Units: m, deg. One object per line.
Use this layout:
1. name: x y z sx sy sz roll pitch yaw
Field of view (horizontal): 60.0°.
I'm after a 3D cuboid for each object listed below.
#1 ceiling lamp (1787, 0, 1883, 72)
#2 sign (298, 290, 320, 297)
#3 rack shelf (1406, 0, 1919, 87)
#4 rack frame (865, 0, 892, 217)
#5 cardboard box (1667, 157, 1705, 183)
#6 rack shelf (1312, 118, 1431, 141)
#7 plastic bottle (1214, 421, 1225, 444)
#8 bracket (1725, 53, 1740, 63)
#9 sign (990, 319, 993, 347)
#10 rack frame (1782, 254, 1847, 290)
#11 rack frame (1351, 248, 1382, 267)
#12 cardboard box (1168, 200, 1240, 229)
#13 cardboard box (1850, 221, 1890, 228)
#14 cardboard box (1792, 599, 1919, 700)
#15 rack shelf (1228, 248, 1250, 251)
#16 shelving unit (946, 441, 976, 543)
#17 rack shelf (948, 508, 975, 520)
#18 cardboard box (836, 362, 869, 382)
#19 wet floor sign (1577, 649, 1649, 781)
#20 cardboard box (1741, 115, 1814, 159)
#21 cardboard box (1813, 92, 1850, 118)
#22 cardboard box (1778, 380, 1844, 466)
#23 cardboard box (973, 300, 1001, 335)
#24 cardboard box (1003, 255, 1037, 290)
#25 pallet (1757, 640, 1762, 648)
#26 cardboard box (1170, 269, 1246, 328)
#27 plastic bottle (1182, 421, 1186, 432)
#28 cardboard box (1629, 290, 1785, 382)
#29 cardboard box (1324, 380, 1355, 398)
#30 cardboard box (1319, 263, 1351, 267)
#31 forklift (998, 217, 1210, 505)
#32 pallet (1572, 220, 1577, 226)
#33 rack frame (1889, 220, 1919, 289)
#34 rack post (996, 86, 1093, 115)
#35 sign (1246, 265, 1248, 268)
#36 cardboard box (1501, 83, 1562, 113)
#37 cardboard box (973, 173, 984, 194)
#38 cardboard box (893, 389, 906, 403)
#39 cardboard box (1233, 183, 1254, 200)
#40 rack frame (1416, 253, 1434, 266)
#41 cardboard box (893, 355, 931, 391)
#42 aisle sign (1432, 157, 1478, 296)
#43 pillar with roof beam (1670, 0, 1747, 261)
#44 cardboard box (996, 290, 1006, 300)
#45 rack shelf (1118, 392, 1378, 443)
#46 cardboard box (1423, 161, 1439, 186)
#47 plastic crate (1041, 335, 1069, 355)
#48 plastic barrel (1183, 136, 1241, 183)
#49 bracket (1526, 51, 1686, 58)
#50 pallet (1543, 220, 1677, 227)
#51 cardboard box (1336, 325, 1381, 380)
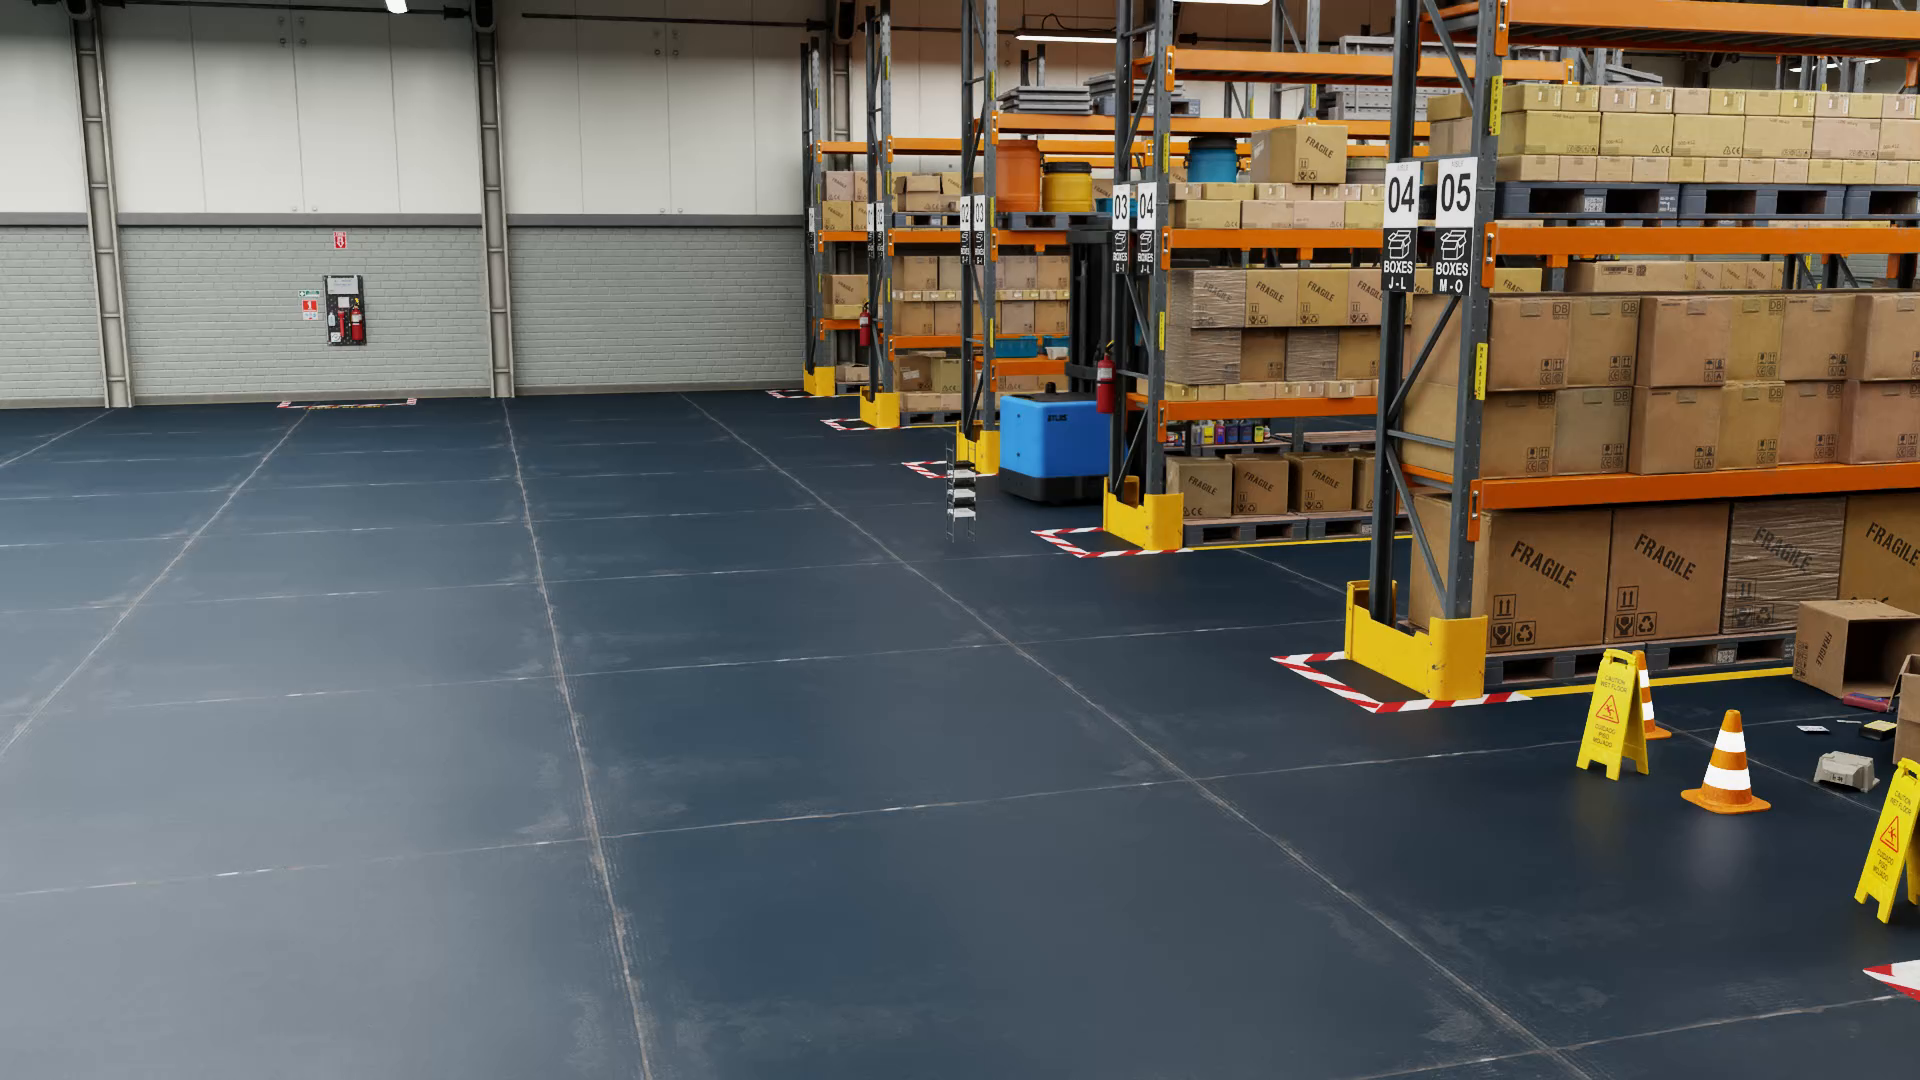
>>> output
1. ceiling lamp: 16.090 -10.393 30.728 0.800 3.185 2.000 -3 11 -16
2. sign: -10.822 -4.096 27.652 0.331 0.109 0.001 -3 11 -16
3. rack shelf: 4.808 -3.116 10.413 4.000 0.370 1.077 -3 11 -16
4. rack frame: -1.167 -6.155 23.829 0.127 3.000 1.000 -3 11 -16
5. cardboard box: 4.276 -2.235 10.079 0.250 0.149 0.380 -3 11 -16
6. rack shelf: 5.975 -5.047 20.901 4.000 0.370 1.077 -3 11 -16
7. plastic bottle: 3.188 -1.318 20.413 0.133 0.283 0.061 -2 11 -12
8. bracket: 15.655 -9.842 33.916 0.430 0.232 0.235 -3 11 -16
9. sign: 0.363 -2.384 19.148 0.005 0.325 0.100 -3 11 -16
10. rack frame: 11.736 -2.951 22.992 0.127 3.000 1.000 -3 11 -16
11. rack frame: 6.514 -3.609 26.571 0.127 3.000 1.000 -3 11 -16
12. cardboard box: 2.133 -2.863 14.647 0.500 0.250 0.500 -3 11 -14
13. cardboard box: 8.891 -3.222 16.595 0.500 0.250 0.500 -3 11 -16
14. cardboard box: 5.524 0.668 10.235 0.500 0.500 0.500 -1 10 -6
15. rack shelf: 7.046 -5.693 31.591 4.000 0.370 1.077 -3 11 -16
16. shelving unit: 0.008 -0.443 15.171 0.210 0.900 0.258 -3 11 -16
17. rack shelf: 0.008 -0.233 15.209 0.200 0.077 0.258 -3 11 -16
18. cardboard box: -1.866 -2.979 29.357 0.500 0.311 0.500 -4 11 -22
19. wet floor sign: 3.413 0.889 8.641 0.232 0.644 0.267 -5 12 -26
20. cardboard box: 4.876 -2.475 10.281 0.500 0.250 0.500 -3 11 -16
21. cardboard box: 5.254 -2.679 10.289 0.250 0.149 0.380 -3 11 -17
22. cardboard box: 5.304 -0.832 11.069 0.550 0.550 0.875 -3 11 -16
23. cardboard box: 0.266 -3.327 24.759 0.500 0.500 0.700 -3 11 -16
24. cardboard box: 0.804 -3.994 24.803 0.500 0.500 0.700 -3 11 -16
25. pallet: 5.976 0.579 11.522 1.213 0.211 1.003 -3 11 -16
26. cardboard box: 2.202 -2.150 14.784 0.500 0.500 0.500 -3 11 -16
27. plastic bottle: 2.851 -1.428 21.043 0.097 0.271 0.097 0 10 0
28. cardboard box: 4.805 -1.330 10.792 0.500 0.550 0.875 -3 11 -16
29. cardboard box: 3.406 -1.391 15.213 0.250 0.149 0.380 -3 11 -16
30. cardboard box: 7.117 -5.103 31.459 0.500 0.250 0.500 -3 11 -17
31. forklift: 1.978 -1.953 17.764 3.031 2.935 1.130 -4 11 -22
32. pallet: 8.657 -4.152 21.756 1.213 0.211 1.003 -3 11 -16
33. rack frame: 6.728 -0.817 11.405 0.127 3.000 1.000 -3 11 -16
34. rack post: 0.975 -5.064 19.283 0.954 0.300 0.937 -2 11 -10
35. sign: 5.287 -4.907 30.640 0.005 0.325 0.100 -3 11 -16
36. cardboard box: 3.297 -2.576 9.728 0.250 0.149 0.380 -3 11 -15
37. cardboard box: 0.354 -6.192 29.220 0.500 0.500 0.500 -2 11 -13
38. cardboard box: -0.735 -2.137 25.009 0.500 0.250 0.500 -3 11 -16
39. cardboard box: 2.411 -3.084 14.746 0.250 0.149 0.380 -3 11 -17
40. rack frame: 8.967 -4.673 32.347 0.127 3.000 1.000 -3 11 -16
41. cardboard box: -0.735 -2.506 24.943 0.500 0.500 0.500 -3 11 -16
42. aisle sign: 2.903 -1.838 9.767 0.004 0.787 0.394 -3 11 -16
43. pillar with roof beam: 16.361 -7.364 30.397 0.548 9.000 9.100 -3 11 -16
44. cardboard box: 0.506 -3.621 24.565 0.250 0.149 0.380 -3 11 -17
45. rack shelf: 3.519 -1.230 15.632 4.000 0.370 1.077 -3 11 -16
46. cardboard box: 3.112 -2.298 10.421 0.250 0.149 0.380 -3 11 -16
47. plastic crate: 1.236 -2.379 20.300 0.408 0.251 0.499 -3 11 -16
48. plastic barrel: 3.069 -4.442 20.266 0.708 0.901 0.600 -3 11 -16
49. bracket: 12.368 -9.669 32.974 4.783 0.066 0.076 -3 11 -16
50. pallet: 6.061 -3.080 15.931 1.003 0.211 1.213 -3 11 -16
51. cardboard box: 3.556 -1.788 15.580 0.500 0.500 0.875 -3 11 -16
